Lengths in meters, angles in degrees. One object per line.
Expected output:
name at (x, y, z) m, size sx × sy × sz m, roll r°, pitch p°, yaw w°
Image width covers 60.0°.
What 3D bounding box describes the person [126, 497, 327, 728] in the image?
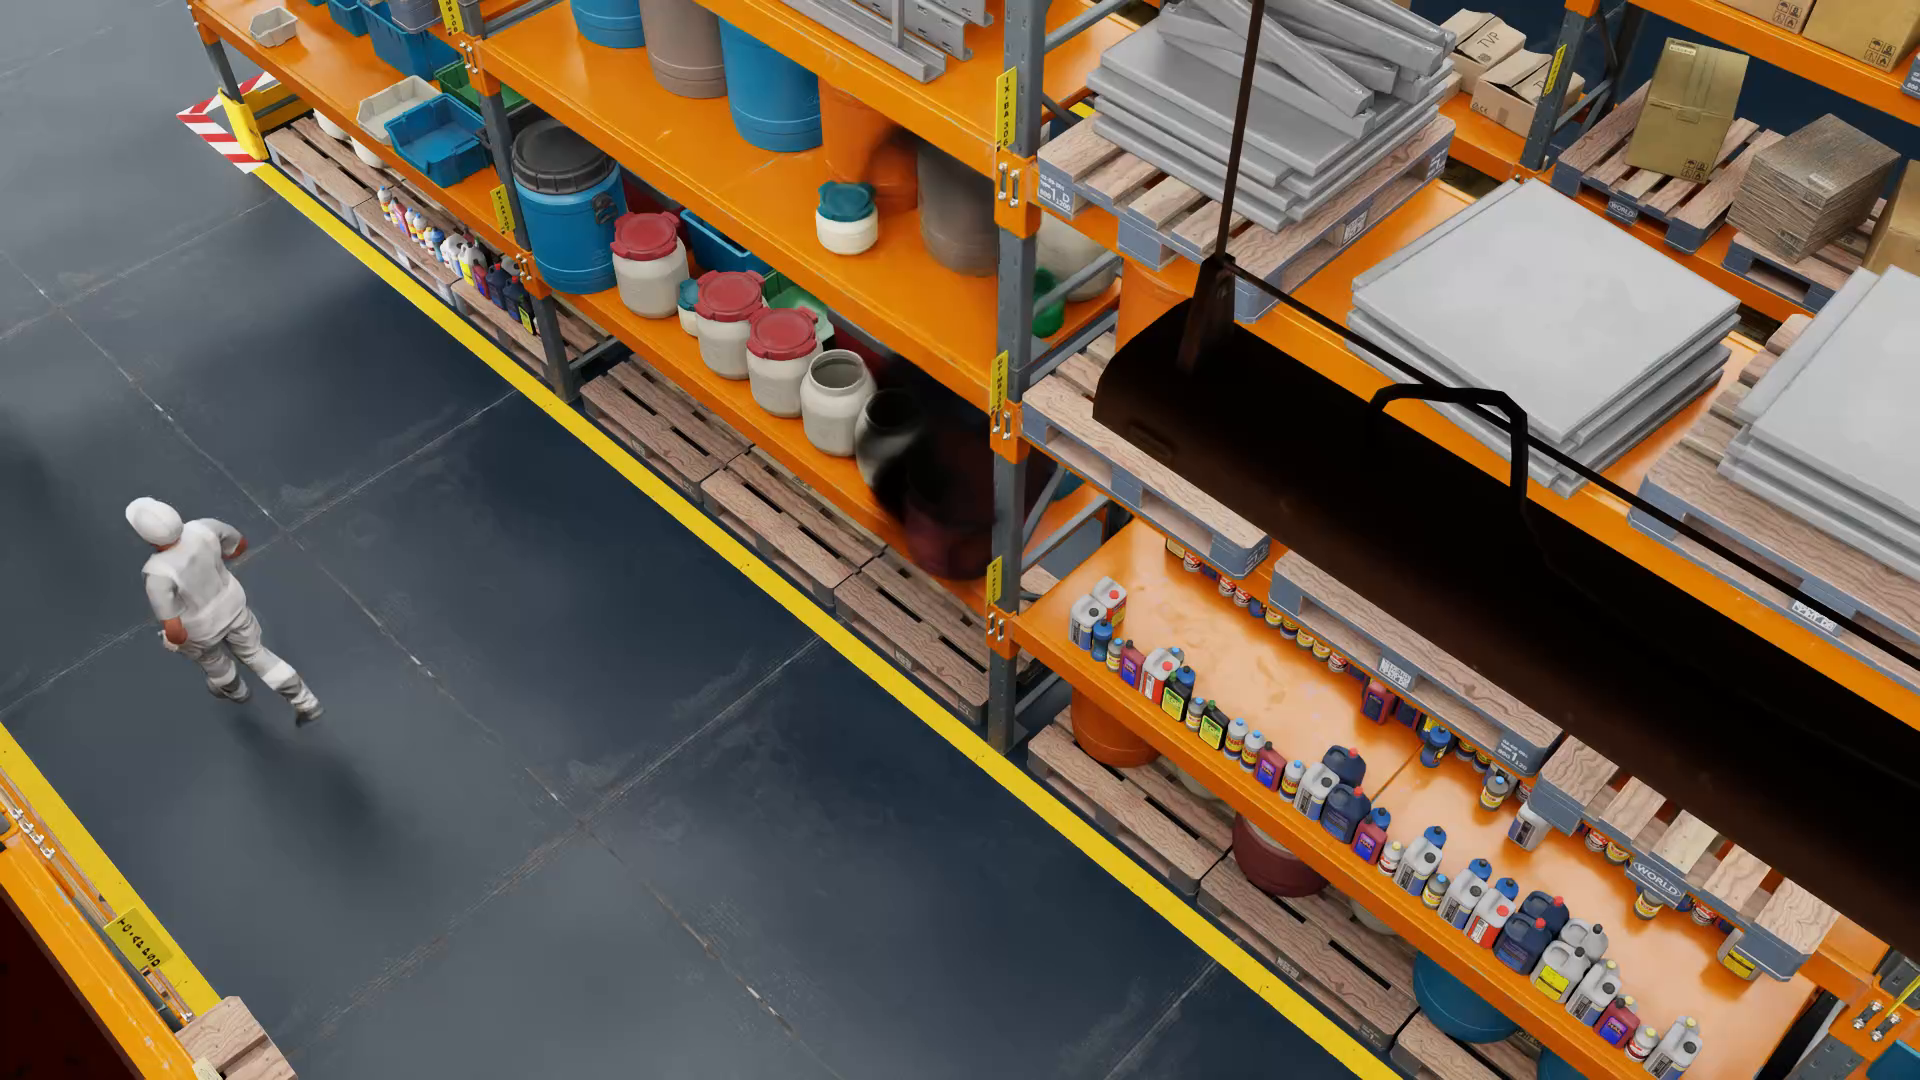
person at (-3.912, 0.403, 8.754) m, size 0.899 × 1.779 × 0.657 m, roll 24°, pitch 54°, yaw 19°
